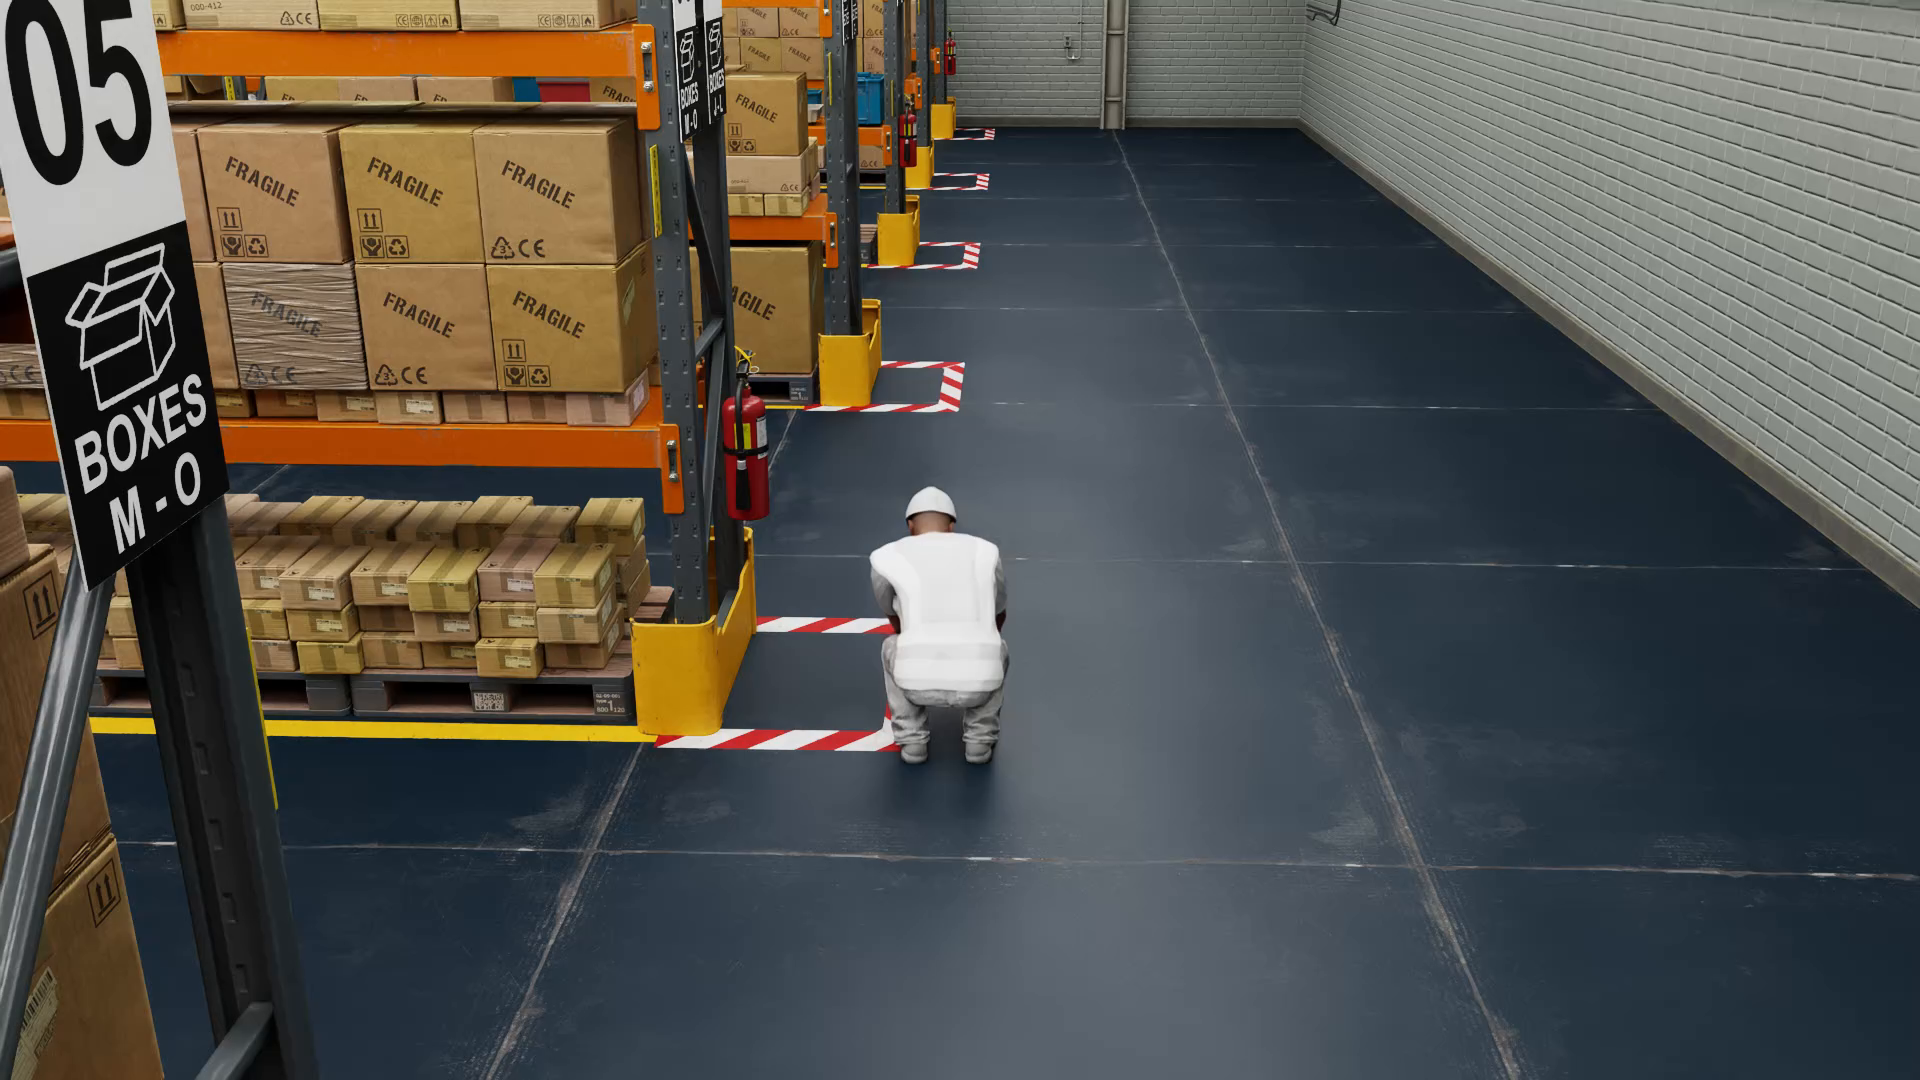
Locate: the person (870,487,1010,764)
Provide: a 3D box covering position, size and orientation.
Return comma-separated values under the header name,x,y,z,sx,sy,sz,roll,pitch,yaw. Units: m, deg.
name,x,y,z,sx,sy,sz,roll,pitch,yaw
person,-0.078,0.341,6.783,0.569,0.990,0.912,0,21,0
